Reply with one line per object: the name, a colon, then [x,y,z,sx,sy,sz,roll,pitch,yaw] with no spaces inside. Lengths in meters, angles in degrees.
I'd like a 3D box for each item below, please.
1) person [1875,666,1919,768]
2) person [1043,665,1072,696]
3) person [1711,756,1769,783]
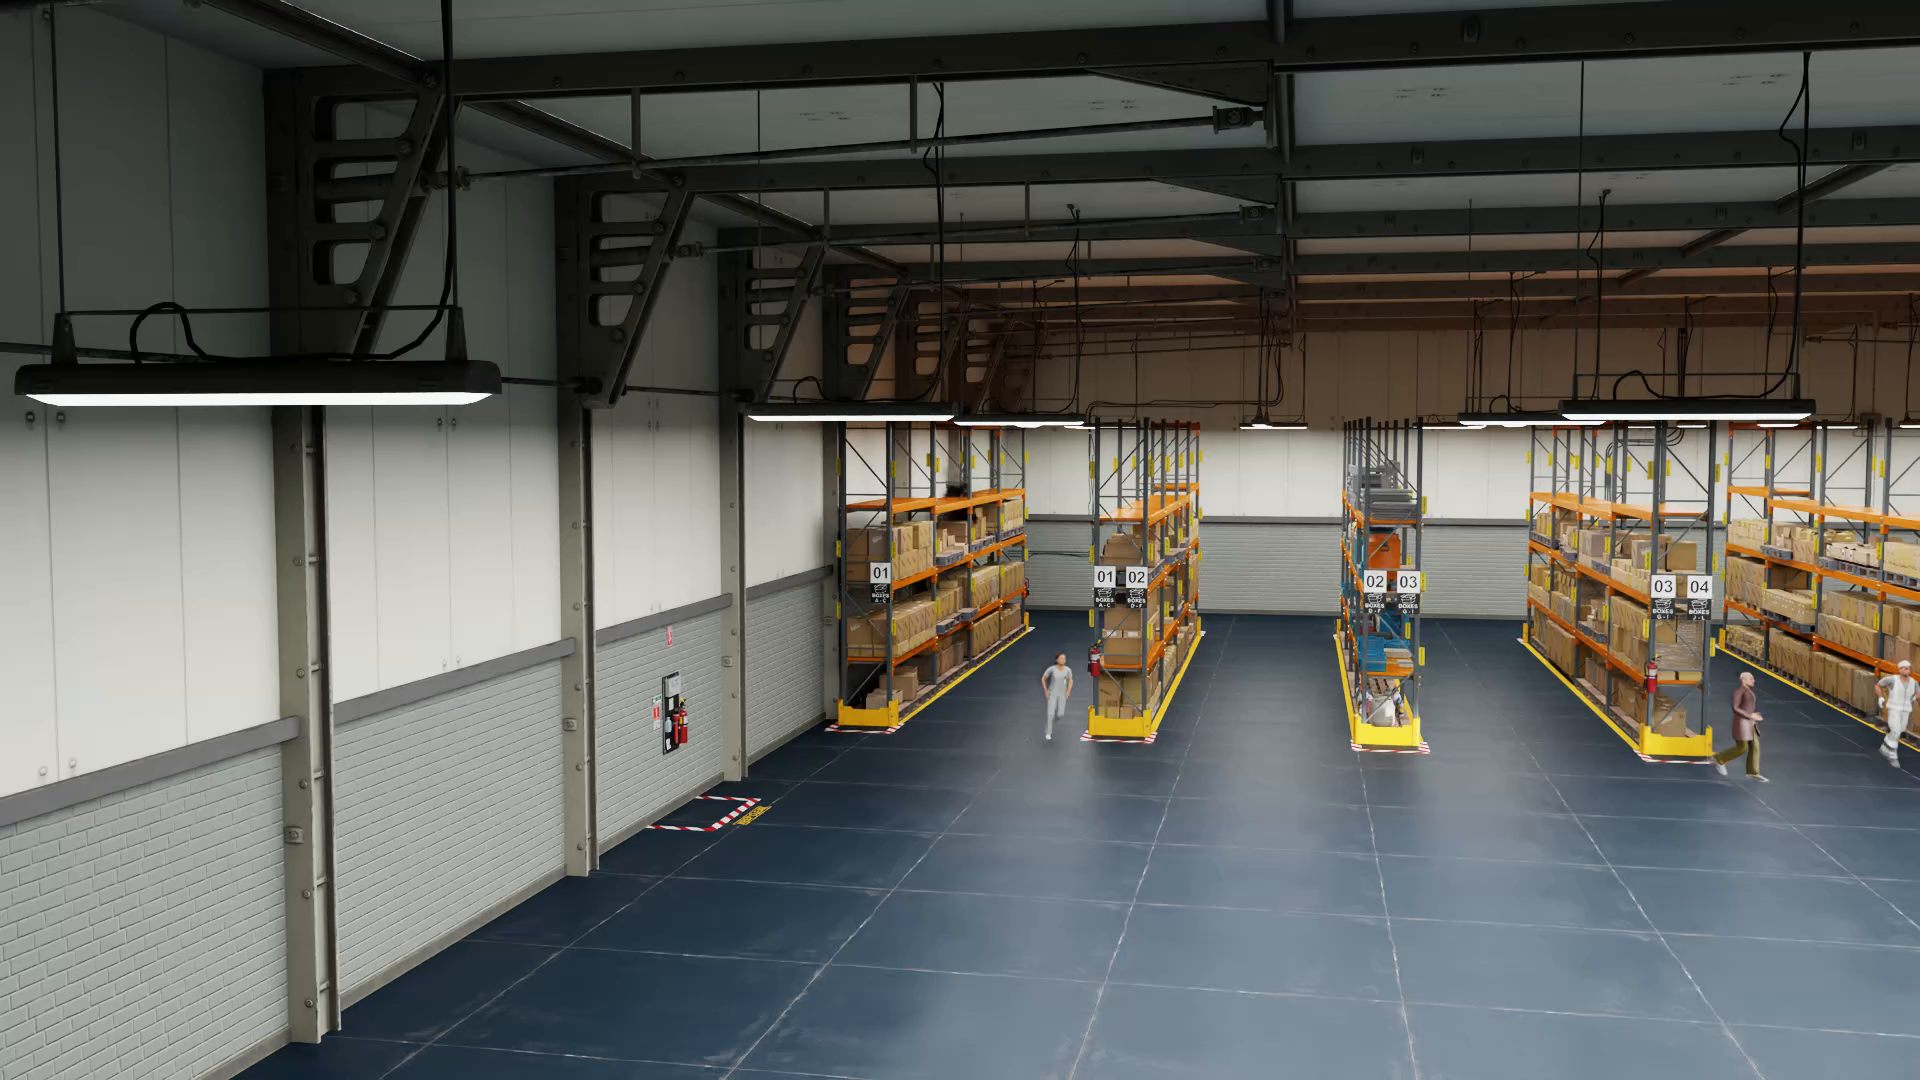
person: [16.224,3.004,28.725,0.674,1.767,0.848,0,4,1]
person: [1.843,2.636,31.106,0.563,0.588,0.301,-1,4,-9]
person: [12.854,3.770,27.422,0.230,0.376,0.902,-4,5,-45]
